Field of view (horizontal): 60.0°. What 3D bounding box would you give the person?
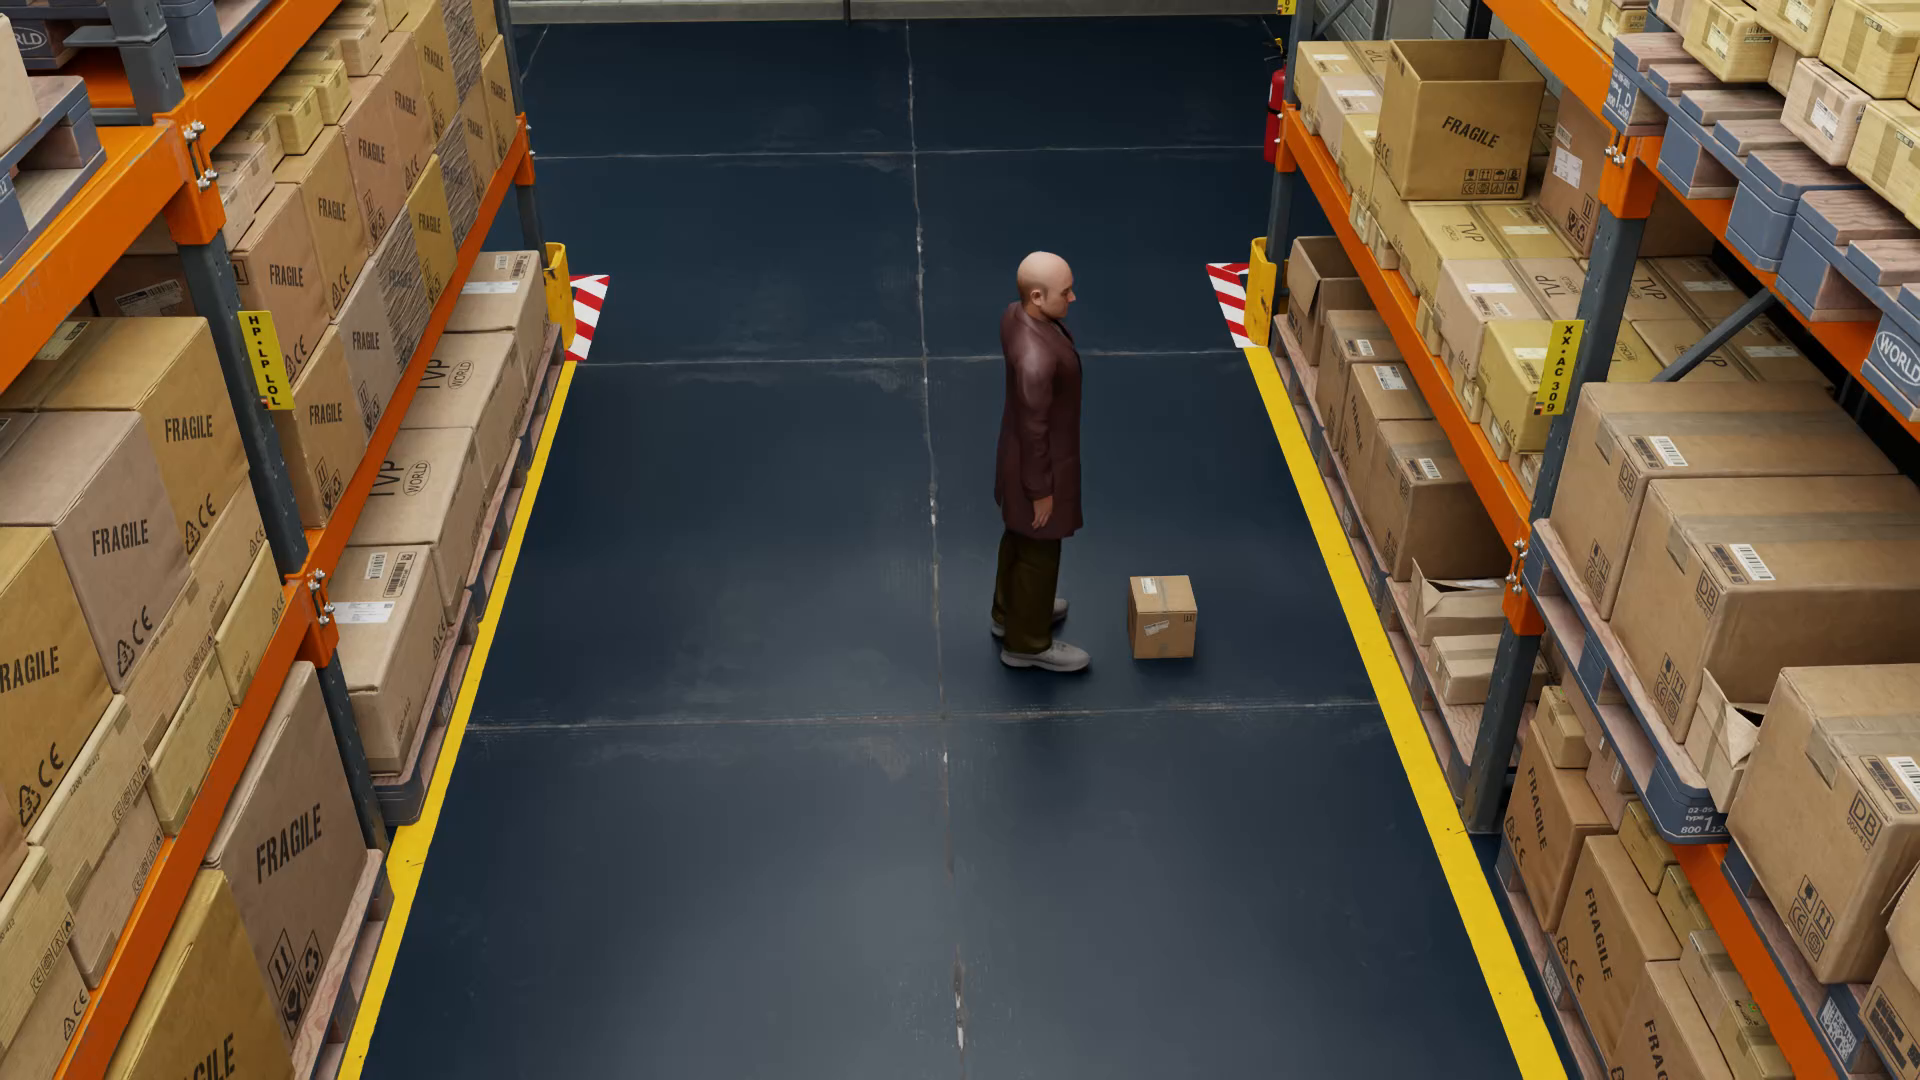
[{"bbox_3d":[0.328,-0.310,6.565,0.373,1.783,0.601,-5,35,-7],"label":"person"}]
